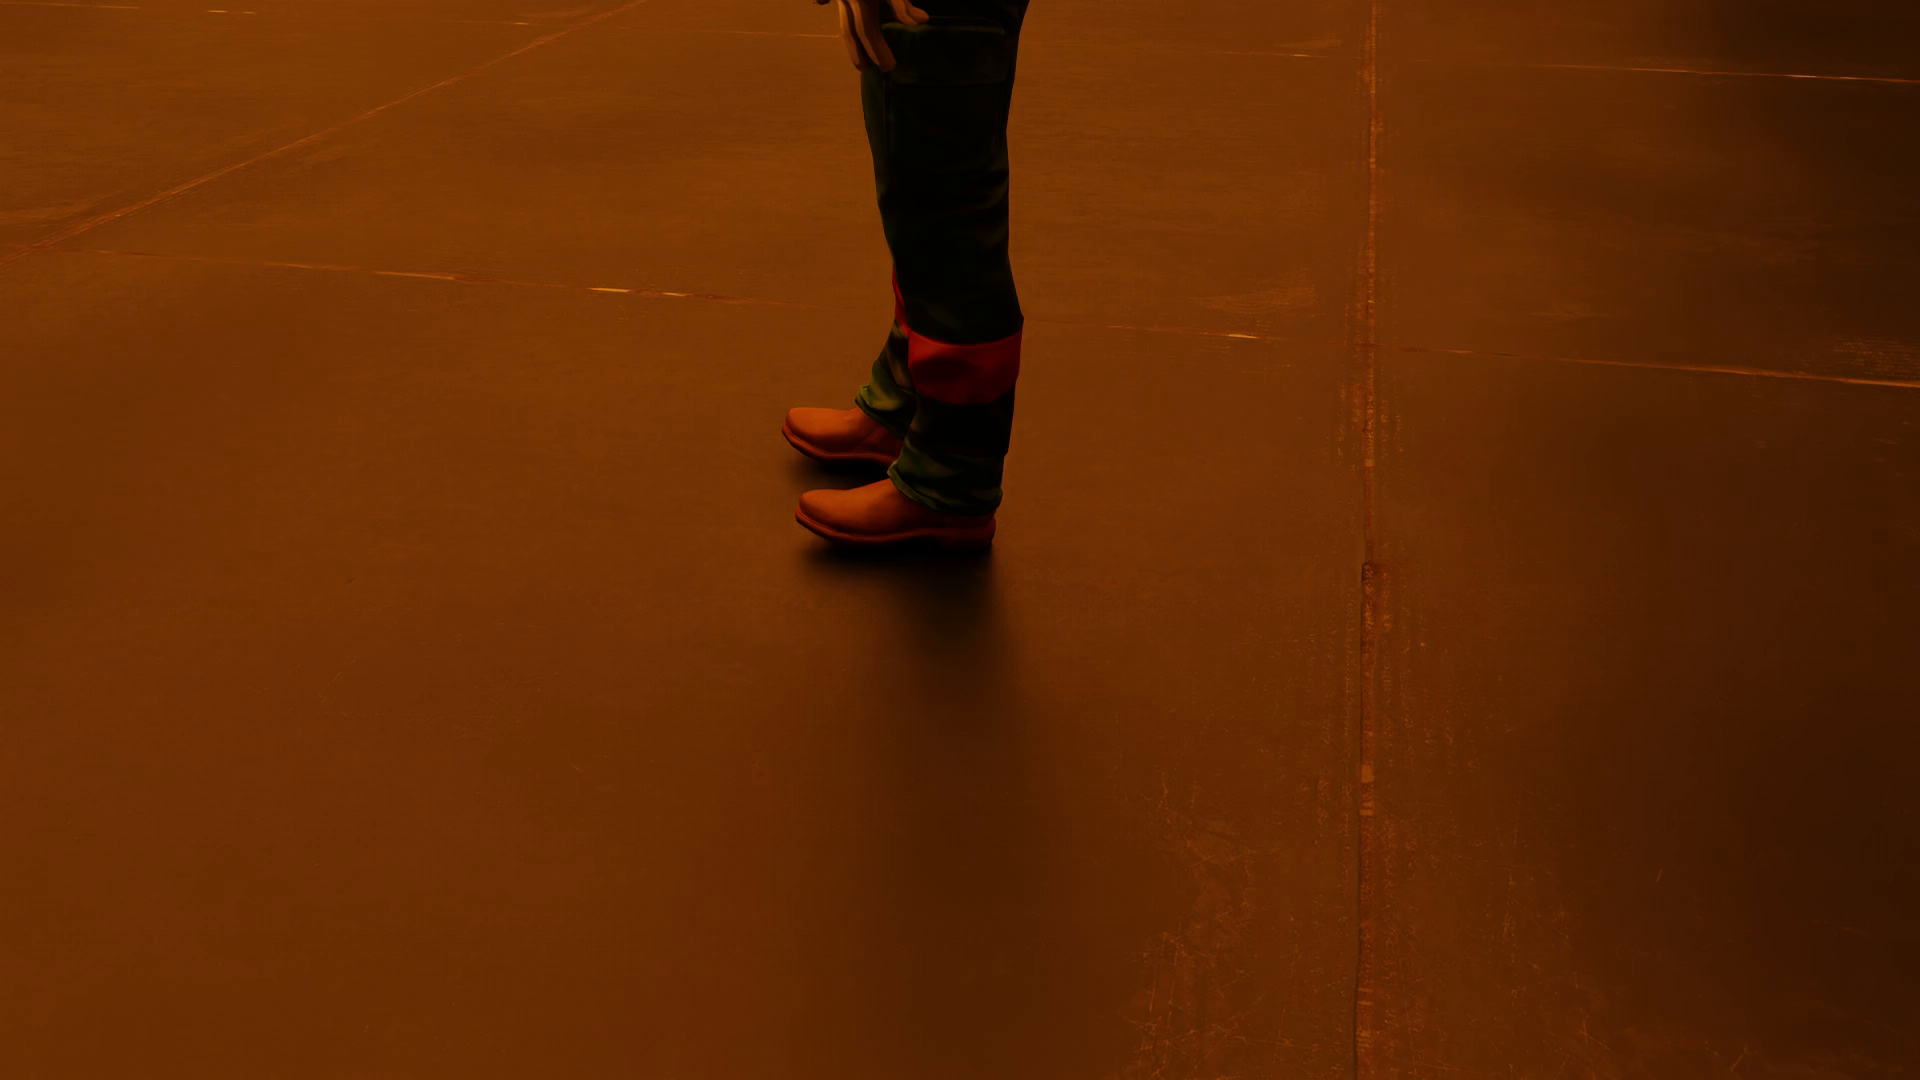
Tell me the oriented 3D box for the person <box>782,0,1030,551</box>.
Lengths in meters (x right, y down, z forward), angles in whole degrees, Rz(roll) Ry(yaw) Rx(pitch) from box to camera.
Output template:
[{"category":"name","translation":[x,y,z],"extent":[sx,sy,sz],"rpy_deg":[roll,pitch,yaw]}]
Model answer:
[{"category":"person","translation":[-0.076,-0.819,2.120],"extent":[0.562,1.790,0.637],"rpy_deg":[6,27,11]}]
